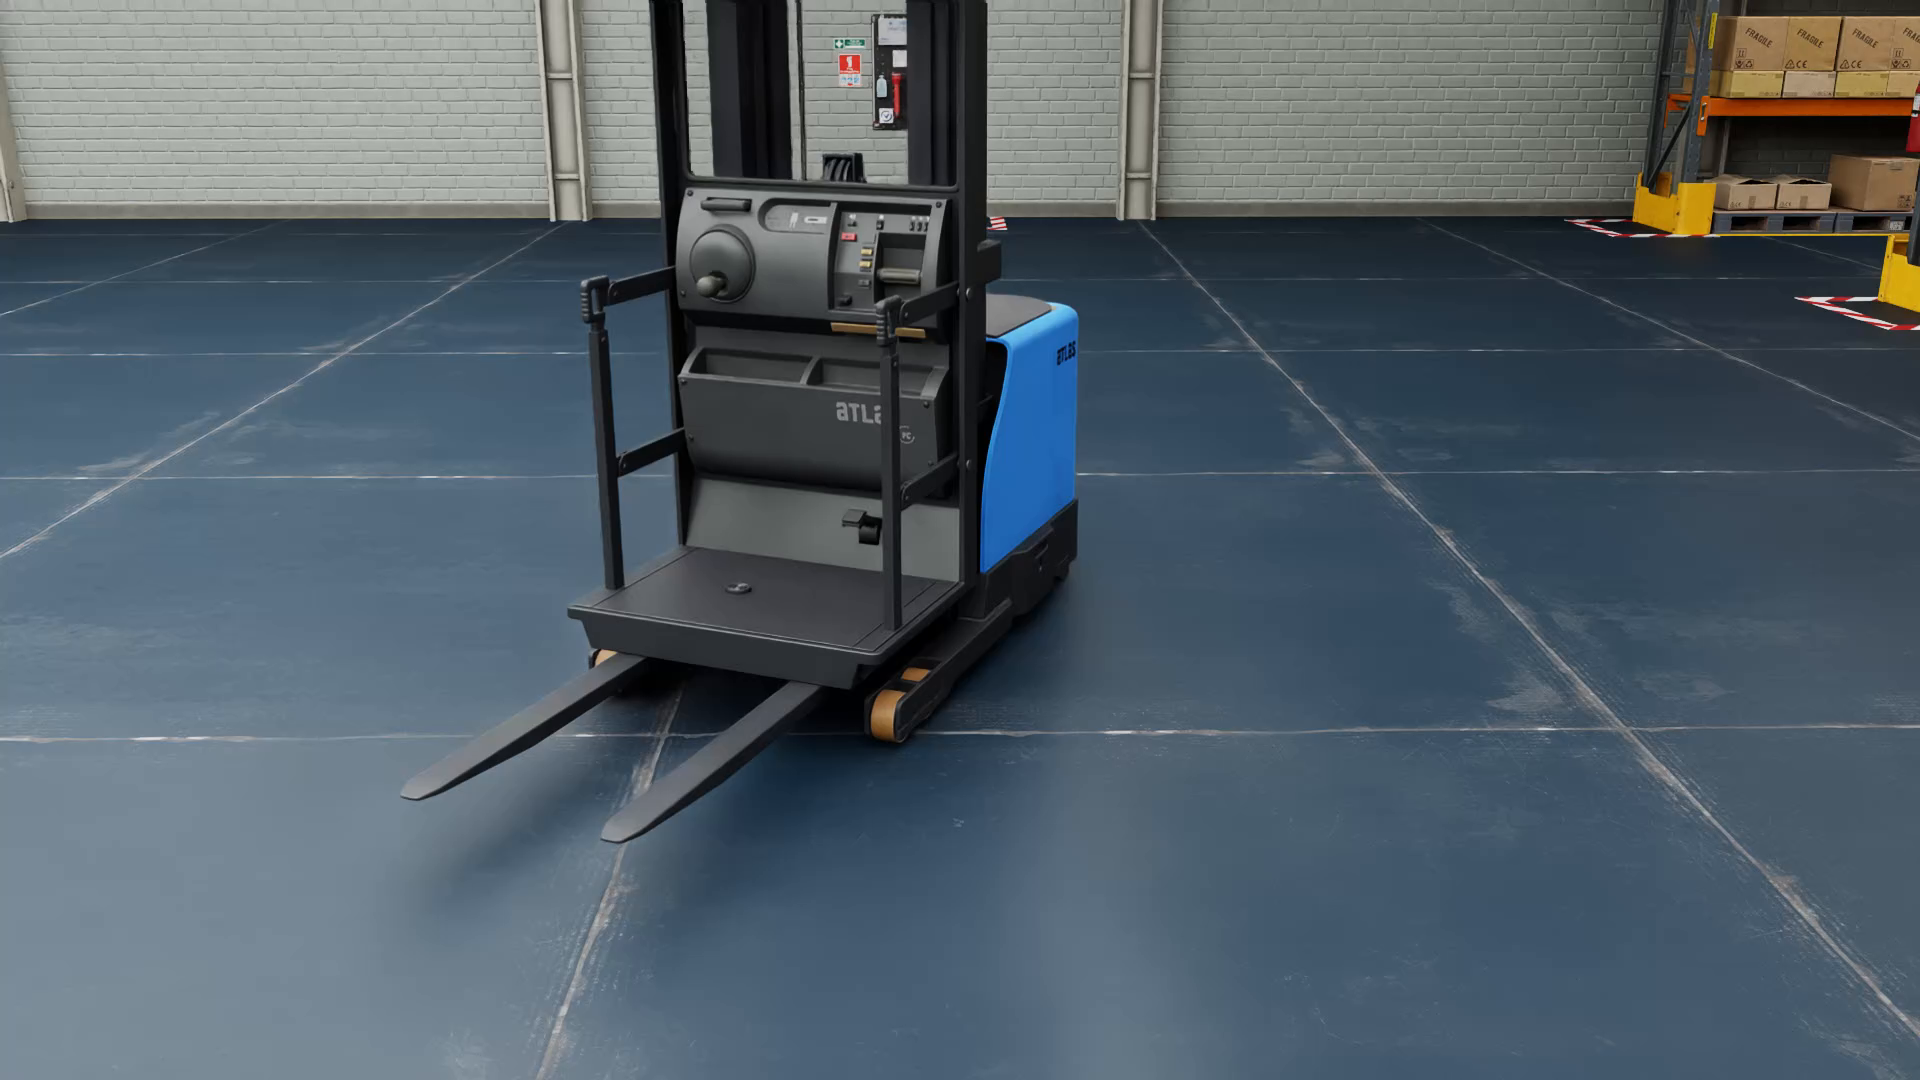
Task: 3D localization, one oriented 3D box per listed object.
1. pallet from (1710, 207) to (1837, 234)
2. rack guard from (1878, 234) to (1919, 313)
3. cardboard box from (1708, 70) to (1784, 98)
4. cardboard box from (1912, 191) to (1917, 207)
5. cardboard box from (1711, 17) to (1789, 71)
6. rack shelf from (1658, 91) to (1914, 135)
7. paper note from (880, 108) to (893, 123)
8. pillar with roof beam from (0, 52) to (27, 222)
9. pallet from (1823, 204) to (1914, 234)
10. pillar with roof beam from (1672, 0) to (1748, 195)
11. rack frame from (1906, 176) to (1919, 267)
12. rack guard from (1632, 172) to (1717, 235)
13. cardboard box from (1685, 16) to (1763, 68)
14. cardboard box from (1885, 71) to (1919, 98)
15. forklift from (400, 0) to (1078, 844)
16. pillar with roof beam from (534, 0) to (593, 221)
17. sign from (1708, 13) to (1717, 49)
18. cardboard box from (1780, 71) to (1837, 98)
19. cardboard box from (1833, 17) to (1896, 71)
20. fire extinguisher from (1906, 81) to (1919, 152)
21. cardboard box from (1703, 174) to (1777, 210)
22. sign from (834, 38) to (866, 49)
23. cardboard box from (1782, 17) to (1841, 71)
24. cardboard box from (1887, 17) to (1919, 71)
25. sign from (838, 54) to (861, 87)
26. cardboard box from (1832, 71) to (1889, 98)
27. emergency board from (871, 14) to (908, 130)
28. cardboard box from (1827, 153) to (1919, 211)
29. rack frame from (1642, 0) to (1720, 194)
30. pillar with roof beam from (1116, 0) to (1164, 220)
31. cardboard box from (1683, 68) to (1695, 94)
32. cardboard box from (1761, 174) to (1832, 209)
[{"bbox_3d":[8.078,-3.292,16.963,1.213,0.211,1.003,0,18,-1],"label":"pallet"},{"bbox_3d":[7.247,-1.923,12.223,0.348,0.500,1.175,0,18,-1],"label":"rack guard"},{"bbox_3d":[7.682,-4.469,16.283,0.500,0.250,0.500,-1,18,-2],"label":"cardboard box"},{"bbox_3d":[9.589,-3.496,16.981,0.250,0.149,0.380,-2,18,-5],"label":"cardboard box"},{"bbox_3d":[7.671,-4.832,16.184,0.500,0.500,0.500,0,18,-1],"label":"cardboard box"},{"bbox_3d":[9.189,-4.293,16.698,4.000,0.370,1.077,0,18,-1],"label":"rack shelf"},{"bbox_3d":[-0.774,-4.465,17.498,0.142,0.148,0.016,0,18,-1],"label":"paper note"},{"bbox_3d":[-10.055,-6.349,12.106,0.400,9.000,9.100,0,18,-1],"label":"pillar with roof beam"},{"bbox_3d":[9.294,-3.297,16.979,1.213,0.211,1.003,0,18,-1],"label":"pallet"},{"bbox_3d":[7.943,-6.435,12.377,0.400,9.000,9.100,0,18,-1],"label":"pillar with roof beam"},{"bbox_3d":[7.271,-3.113,11.841,0.127,3.000,1.000,0,18,-1],"label":"rack frame"},{"bbox_3d":[7.265,-3.436,16.941,0.348,0.500,1.175,0,18,-1],"label":"rack guard"},{"bbox_3d":[7.657,-4.988,16.672,0.500,0.500,0.500,0,18,-1],"label":"cardboard box"},{"bbox_3d":[9.216,-4.479,16.311,0.500,0.250,0.500,0,18,0],"label":"cardboard box"},{"bbox_3d":[-0.561,-0.917,5.108,1.130,2.935,3.031,7,19,21],"label":"forklift"},{"bbox_3d":[-4.055,-6.377,12.196,0.400,9.000,9.100,0,18,-1],"label":"pillar with roof beam"},{"bbox_3d":[7.198,-4.872,15.909,0.005,0.325,0.100,0,18,-1],"label":"sign"},{"bbox_3d":[8.201,-4.476,16.304,0.500,0.250,0.500,-1,18,-3],"label":"cardboard box"},{"bbox_3d":[8.682,-4.832,16.184,0.500,0.500,0.500,-1,18,-3],"label":"cardboard box"},{"bbox_3d":[7.145,-3.218,12.294,0.183,0.674,0.296,0,18,-1],"label":"fire extinguisher"},{"bbox_3d":[7.882,-3.531,16.826,0.500,0.311,0.500,-2,18,-7],"label":"cardboard box"},{"bbox_3d":[-1.145,-5.160,17.296,0.331,0.109,0.001,0,18,-1],"label":"sign"},{"bbox_3d":[8.165,-4.831,16.182,0.500,0.500,0.500,0,18,-1],"label":"cardboard box"},{"bbox_3d":[9.198,-4.838,16.203,0.500,0.500,0.500,0,18,1],"label":"cardboard box"},{"bbox_3d":[-1.150,-4.910,17.385,0.234,0.329,0.001,0,18,-1],"label":"sign"},{"bbox_3d":[8.710,-4.477,16.306,0.500,0.250,0.500,-1,18,-2],"label":"cardboard box"},{"bbox_3d":[-0.596,-4.864,17.301,0.643,1.169,0.194,0,18,-1],"label":"emergency board"},{"bbox_3d":[9.186,-3.612,16.769,0.500,0.500,0.700,-1,18,-4],"label":"cardboard box"},{"bbox_3d":[7.189,-4.626,16.558,0.127,3.000,1.000,0,18,-1],"label":"rack frame"},{"bbox_3d":[1.944,-6.406,12.286,0.400,9.000,9.100,0,18,-1],"label":"pillar with roof beam"},{"bbox_3d":[7.653,-4.626,16.769,0.500,0.250,0.500,0,18,0],"label":"cardboard box"},{"bbox_3d":[8.452,-3.534,16.834,0.500,0.311,0.500,1,18,4],"label":"cardboard box"}]
